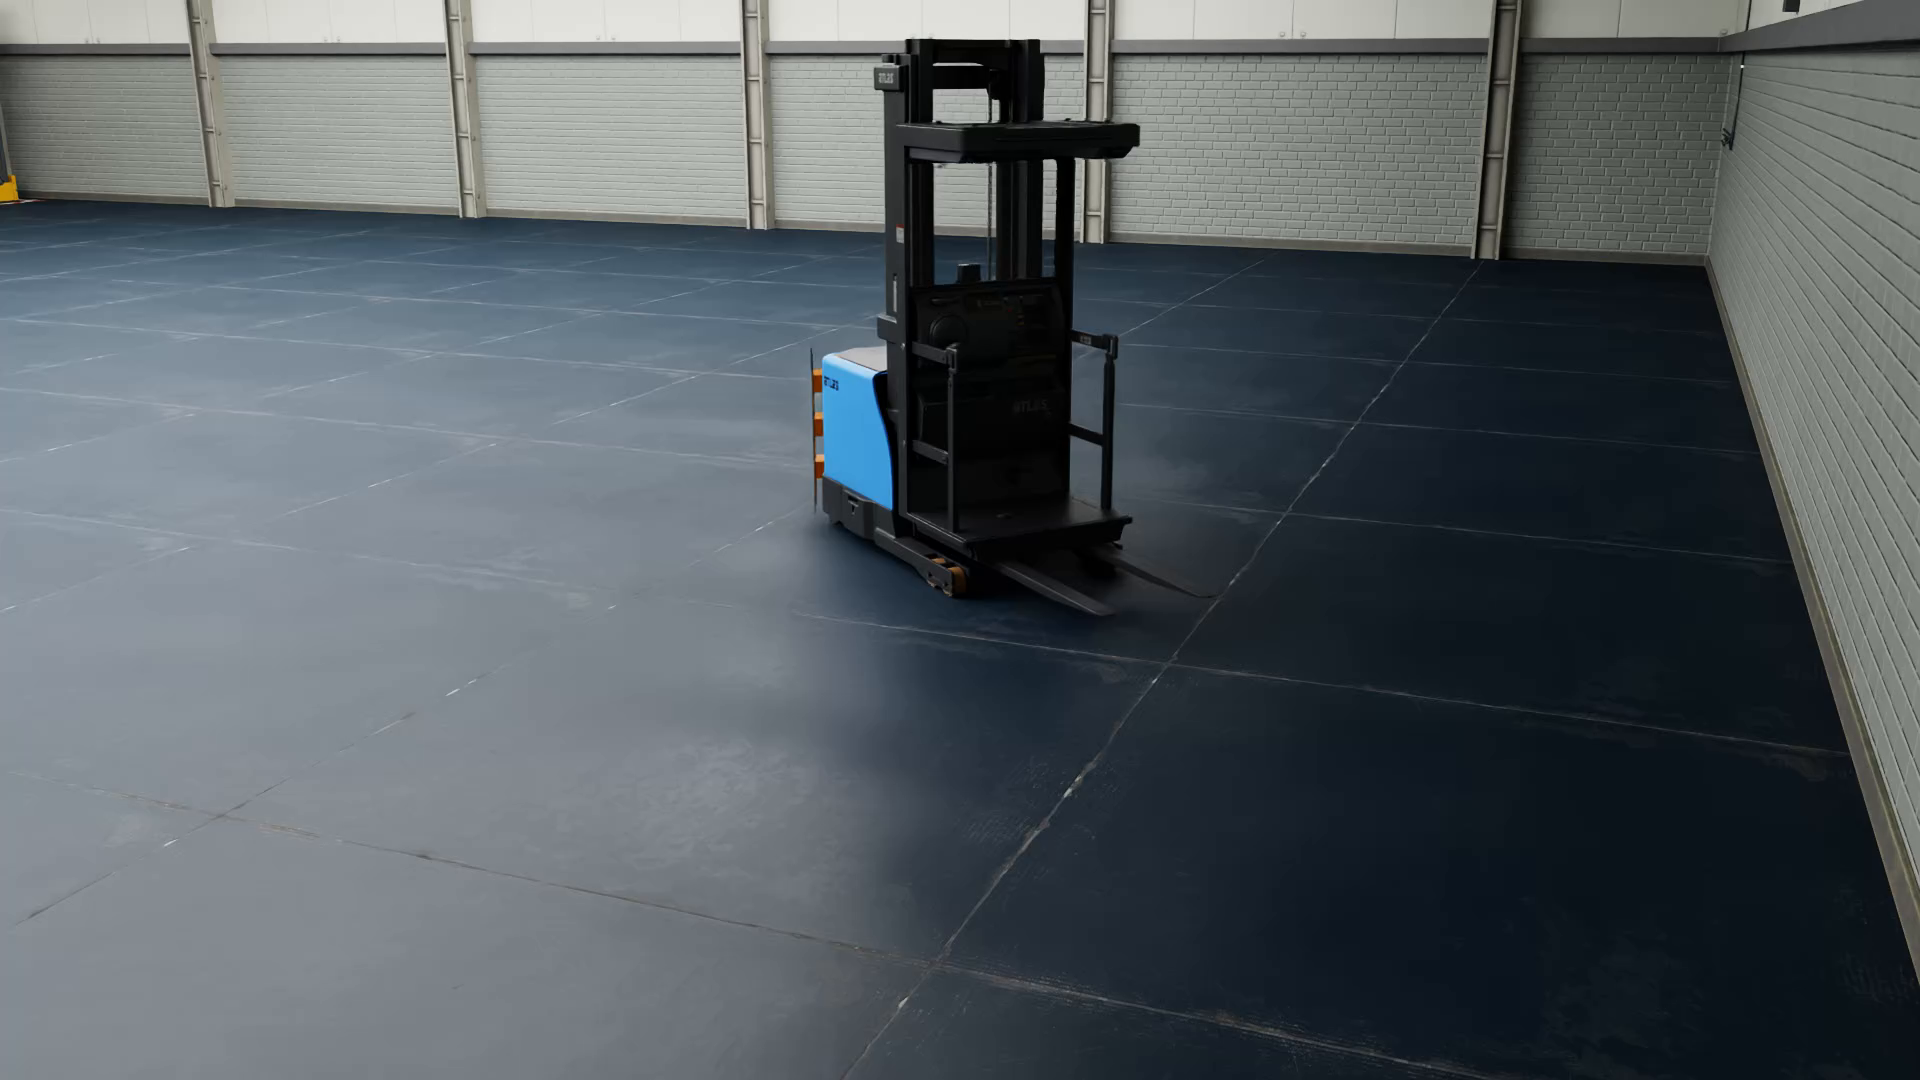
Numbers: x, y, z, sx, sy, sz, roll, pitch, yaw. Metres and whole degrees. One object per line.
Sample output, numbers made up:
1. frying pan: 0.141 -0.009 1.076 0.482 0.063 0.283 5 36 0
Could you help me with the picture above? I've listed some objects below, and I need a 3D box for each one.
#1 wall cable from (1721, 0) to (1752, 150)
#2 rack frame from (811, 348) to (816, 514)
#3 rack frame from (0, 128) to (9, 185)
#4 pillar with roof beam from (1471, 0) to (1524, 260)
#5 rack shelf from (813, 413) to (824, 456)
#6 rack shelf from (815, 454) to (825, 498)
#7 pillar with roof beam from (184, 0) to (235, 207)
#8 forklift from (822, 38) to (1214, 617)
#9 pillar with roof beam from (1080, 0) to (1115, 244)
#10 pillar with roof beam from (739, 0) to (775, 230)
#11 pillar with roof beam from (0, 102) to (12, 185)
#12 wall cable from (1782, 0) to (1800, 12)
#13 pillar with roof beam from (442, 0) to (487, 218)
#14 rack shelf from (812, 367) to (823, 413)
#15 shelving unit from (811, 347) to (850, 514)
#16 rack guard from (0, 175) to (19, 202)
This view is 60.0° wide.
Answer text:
1. wall cable: 9.988 -6.334 21.420 0.112 2.526 3.097 6 17 21
2. rack frame: -0.943 -0.699 10.697 0.008 1.050 0.200 -1 16 -5
3. rack frame: -19.858 -8.352 33.564 0.127 3.000 1.000 6 17 21
4. pillar with roof beam: 6.153 -7.353 19.361 0.400 9.000 9.100 6 17 21
5. rack shelf: -0.821 -0.692 10.711 0.240 0.259 0.215 -1 16 -5
6. rack shelf: -0.821 -0.425 10.788 0.240 0.259 0.215 -1 16 -5
7. pillar with roof beam: -16.173 -9.808 27.818 0.400 9.000 9.100 6 17 21
8. forklift: 0.272 -1.239 9.183 1.130 2.935 3.031 -9 18 -27
9. pillar with roof beam: 0.572 -7.967 21.475 0.400 9.000 9.100 6 17 21
10. pillar with roof beam: -5.010 -8.581 23.589 0.400 9.000 9.100 6 17 21
11. pillar with roof beam: -21.754 -10.422 29.932 0.400 9.000 9.100 6 17 21
12. wall cable: 6.490 -6.998 12.038 0.169 6.003 2.305 6 17 21
13. pillar with roof beam: -10.591 -9.194 25.704 0.400 9.000 9.100 6 17 21
14. rack shelf: -0.821 -0.964 10.632 0.240 0.259 0.215 -1 16 -5
15. shelving unit: -0.821 -0.702 10.708 0.252 1.050 0.215 -1 16 -5
16. rack guard: -19.835 -7.149 33.904 0.348 0.500 1.175 6 17 21
